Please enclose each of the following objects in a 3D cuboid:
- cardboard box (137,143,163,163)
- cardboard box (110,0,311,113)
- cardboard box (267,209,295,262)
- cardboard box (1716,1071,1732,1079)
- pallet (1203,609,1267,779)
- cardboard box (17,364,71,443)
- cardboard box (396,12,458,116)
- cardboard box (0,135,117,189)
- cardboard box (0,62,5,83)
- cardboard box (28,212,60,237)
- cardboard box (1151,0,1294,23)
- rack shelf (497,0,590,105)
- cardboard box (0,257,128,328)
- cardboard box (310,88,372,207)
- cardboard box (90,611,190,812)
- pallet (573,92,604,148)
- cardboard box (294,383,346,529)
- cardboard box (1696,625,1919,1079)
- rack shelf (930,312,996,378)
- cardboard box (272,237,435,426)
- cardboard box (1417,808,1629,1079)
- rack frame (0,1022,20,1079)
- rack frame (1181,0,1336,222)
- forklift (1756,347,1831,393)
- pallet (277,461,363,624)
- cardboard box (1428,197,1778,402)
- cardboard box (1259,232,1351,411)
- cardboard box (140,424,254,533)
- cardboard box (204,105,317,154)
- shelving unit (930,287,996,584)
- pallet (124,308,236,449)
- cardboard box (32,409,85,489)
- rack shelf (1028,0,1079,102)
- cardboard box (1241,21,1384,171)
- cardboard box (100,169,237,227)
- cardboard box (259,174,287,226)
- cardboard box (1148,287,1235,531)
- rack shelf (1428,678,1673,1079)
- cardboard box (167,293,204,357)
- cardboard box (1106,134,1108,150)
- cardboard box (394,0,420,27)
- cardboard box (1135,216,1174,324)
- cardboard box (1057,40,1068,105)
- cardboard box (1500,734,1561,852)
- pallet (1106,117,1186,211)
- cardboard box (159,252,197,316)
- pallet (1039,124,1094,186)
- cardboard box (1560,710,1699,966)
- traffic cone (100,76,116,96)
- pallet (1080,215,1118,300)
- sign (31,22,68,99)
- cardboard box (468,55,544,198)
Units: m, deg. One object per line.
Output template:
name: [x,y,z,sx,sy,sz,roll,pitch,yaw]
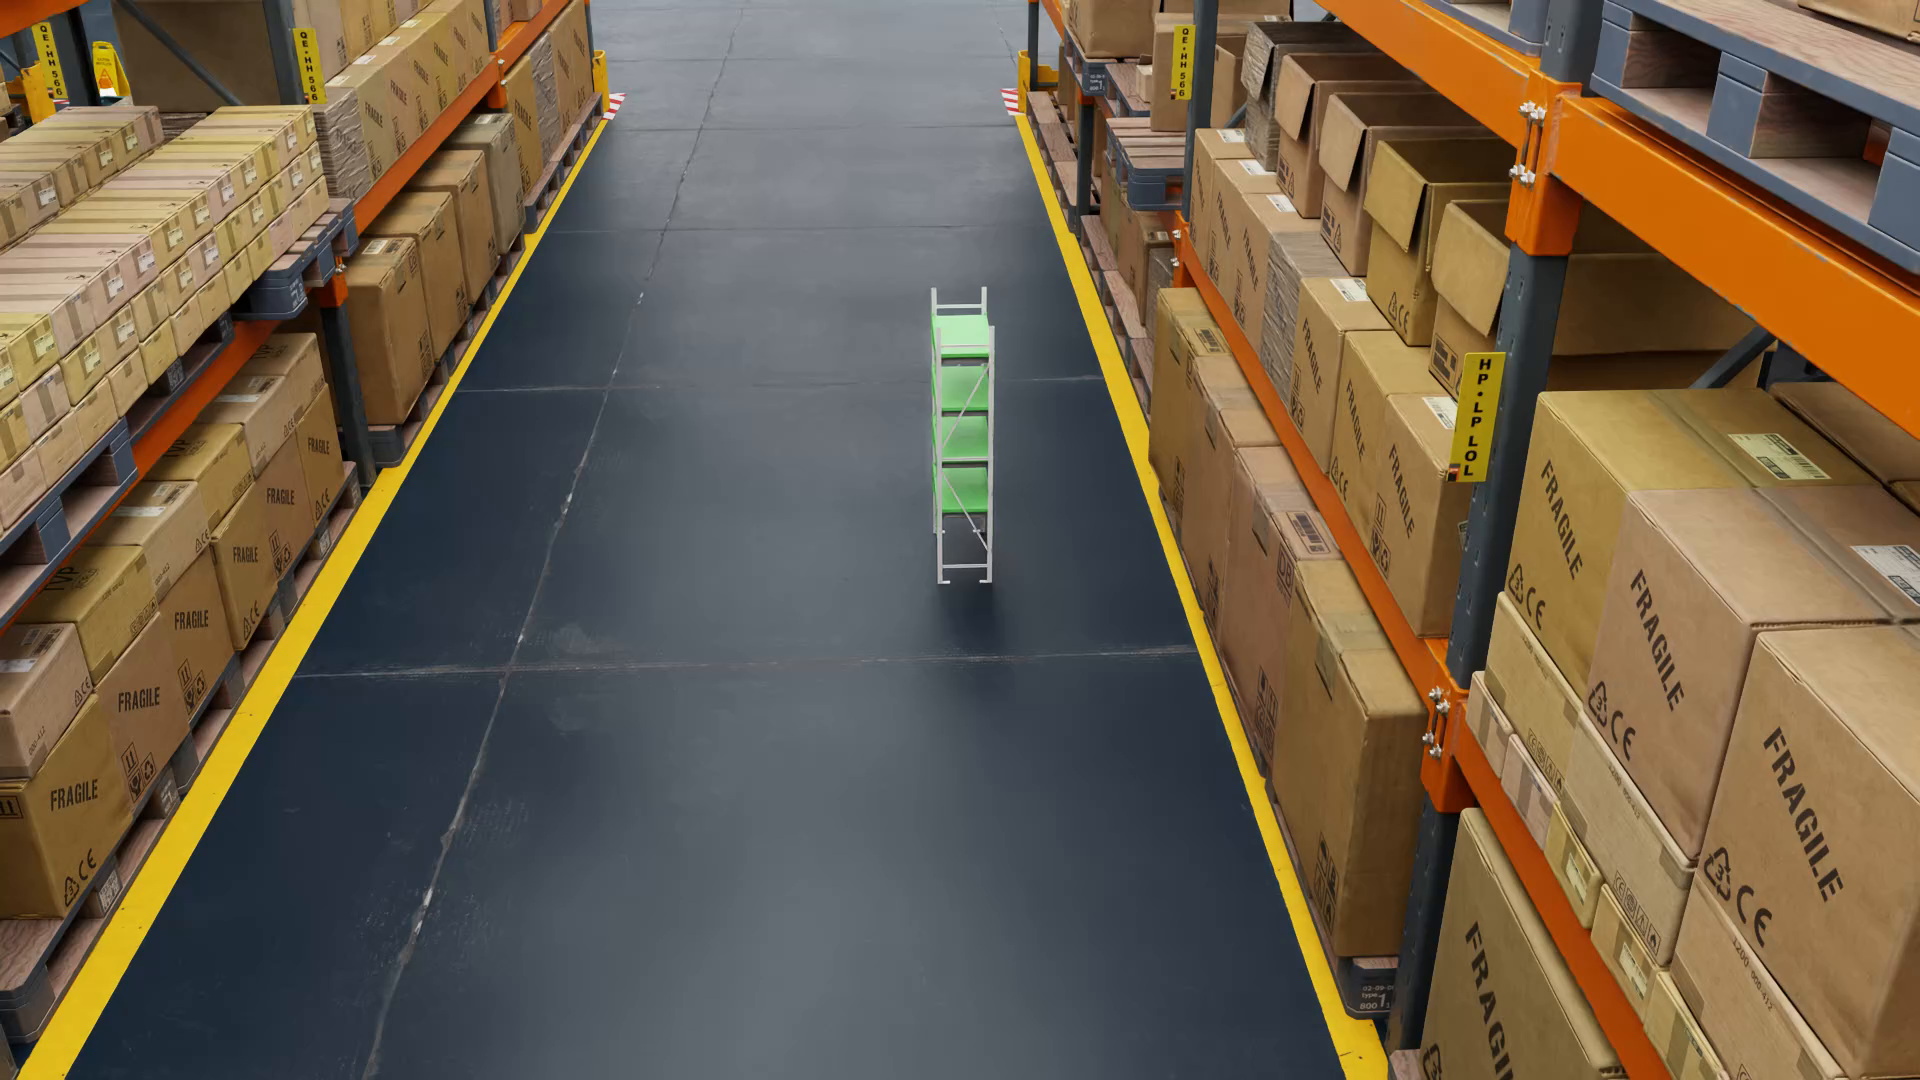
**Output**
cardboard box: [-3.593,-1.576,7.024,0.380,0.149,0.250,0,28,0]
cardboard box: [-3.432,-2.293,7.713,0.700,0.500,0.500,-2,28,-3]
cardboard box: [-2.908,-1.222,6.667,0.380,0.149,0.250,-1,28,-2]
cardboard box: [1.501,1.031,2.801,0.380,0.149,0.250,-1,28,-2]
pallet: [1.567,0.494,6.575,1.003,0.211,1.213,-1,28,-3]
cardboard box: [-2.800,-0.389,4.748,0.380,0.149,0.250,-1,28,-1]
cardboard box: [-3.280,-2.788,9.743,0.500,0.500,0.500,-1,28,-2]
cardboard box: [-3.562,-1.480,6.519,0.380,0.149,0.250,-2,28,-3]
cardboard box: [-8.472,-4.062,14.002,0.500,0.500,0.500,-1,28,-2]
cardboard box: [-3.534,-1.096,6.104,0.380,0.149,0.250,-1,28,-3]
cardboard box: [1.514,-2.951,9.599,0.797,0.503,0.637,1,28,3]
rack shelf: [-3.731,-4.049,13.048,1.077,0.370,4.000,-1,28,-3]
cardboard box: [-2.826,-0.762,5.142,0.380,0.149,0.250,-2,28,-3]
cardboard box: [-3.172,-1.856,7.956,0.500,0.500,0.500,-1,28,-2]
cardboard box: [-3.012,0.580,5.643,0.500,0.500,0.500,0,28,0]
pallet: [-3.716,-3.688,14.593,1.003,0.211,1.213,-1,28,-3]
cardboard box: [-3.123,-0.378,7.479,0.500,0.500,0.500,-2,28,-3]
cardboard box: [1.569,0.474,2.627,0.500,0.500,0.500,-2,28,-4]
rack shelf: [0.009,-0.824,7.134,0.258,0.148,0.480,-1,28,-3]
cardboard box: [-3.360,-1.070,8.536,1.050,0.750,0.750,-2,28,-3]
cardboard box: [1.704,1.239,3.974,0.875,0.875,0.875,-1,28,-3]
rack frame: [-3.209,0.250,4.027,1.000,3.000,0.127,-1,28,-3]
rack frame: [1.540,-1.670,7.709,1.000,3.000,0.127,-1,28,-3]
forklift: [3.925,-1.973,8.363,3.031,2.935,1.130,-17,32,-29]
pallet: [-3.379,0.000,7.522,1.003,0.211,1.213,-1,28,-3]
cardboard box: [1.708,-0.607,4.478,0.797,0.503,0.637,-2,28,-4]
cardboard box: [1.378,-0.778,5.890,0.500,0.500,0.500,-1,28,-2]
cardboard box: [-3.072,-0.230,6.386,0.500,0.250,0.500,-1,28,-1]
cardboard box: [-2.935,-1.721,6.980,0.380,0.149,0.250,-2,28,-5]
shelving unit: [0.009,-0.456,7.326,0.258,1.200,0.503,-1,28,-3]
pallet: [-3.274,-0.599,5.863,1.003,0.211,1.213,-1,28,-3]
cardboard box: [-2.800,-0.261,4.825,0.380,0.149,0.250,-1,28,-2]
rack shelf: [1.227,-4.122,13.188,1.077,0.370,4.000,-1,28,-3]
cardboard box: [1.562,-1.822,6.806,0.797,0.503,0.637,0,28,-1]
cardboard box: [-2.886,-1.249,6.075,0.380,0.149,0.250,-1,28,-3]
cardboard box: [-2.906,-1.342,6.576,0.380,0.149,0.250,-1,28,-1]
cardboard box: [1.556,-0.595,7.491,1.225,0.875,0.875,-3,28,-5]
rack shelf: [1.854,1.419,2.563,1.077,0.370,4.000,-1,28,-3]
cardboard box: [-2.854,-0.737,5.738,0.380,0.149,0.250,-3,28,-5]
cardboard box: [1.351,-2.781,12.088,0.500,0.500,0.500,-2,28,-4]
cardboard box: [-3.540,-3.232,9.514,0.700,0.500,0.500,-1,28,-2]
cardboard box: [1.407,-1.584,9.770,0.700,0.500,0.500,1,28,2]
cardboard box: [1.139,-4.154,14.720,0.500,0.500,0.500,4,28,7]
cardboard box: [1.446,0.554,3.716,0.380,0.149,0.250,-2,28,-4]
pallet: [1.397,-1.912,8.380,1.213,0.211,1.003,-1,28,-3]
cardboard box: [-2.854,-0.872,5.674,0.380,0.149,0.250,-2,28,-4]
pallet: [1.194,-3.155,13.572,1.003,0.211,1.213,-1,28,-3]
cardboard box: [1.533,0.564,3.265,0.500,0.250,0.500,-2,28,-3]
traffic cone: [-7.463,-3.833,14.600,0.336,0.463,0.334,-1,28,-3]
pallet: [1.374,-1.922,11.207,1.003,0.211,1.213,-1,28,-3]
sign: [-3.972,-2.096,7.273,0.100,0.325,0.005,-1,28,-3]
cardboard box: [-3.590,-2.981,12.065,0.875,0.875,0.875,-1,28,-2]
